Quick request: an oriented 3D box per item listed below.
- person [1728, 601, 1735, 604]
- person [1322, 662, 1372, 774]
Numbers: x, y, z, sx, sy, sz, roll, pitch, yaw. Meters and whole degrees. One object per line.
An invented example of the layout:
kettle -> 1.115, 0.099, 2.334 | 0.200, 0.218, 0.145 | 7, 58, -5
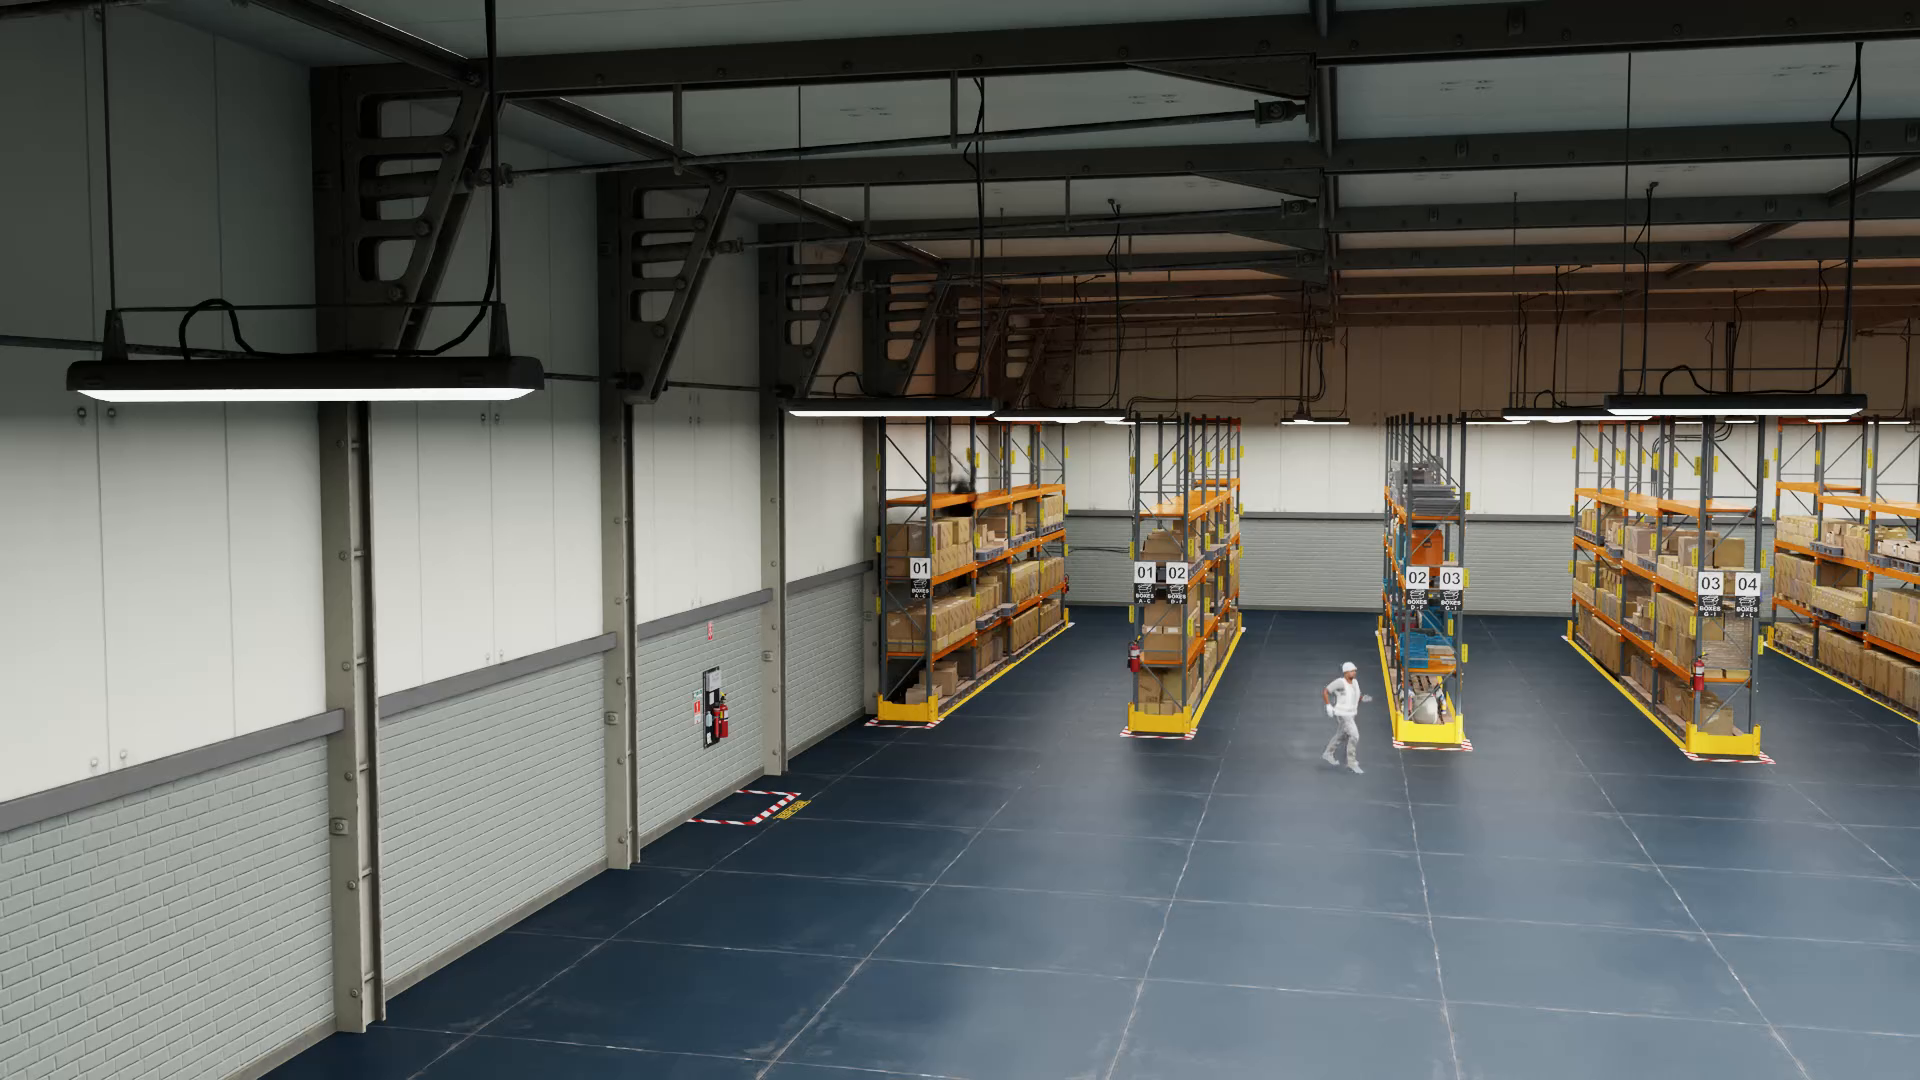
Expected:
person -> 20.496, 1.919, 44.609 | 0.636, 1.604, 0.764 | -3, 5, -34
person -> 6.430, 2.949, 27.723 | 0.884, 1.840, 0.661 | 3, 5, 39
